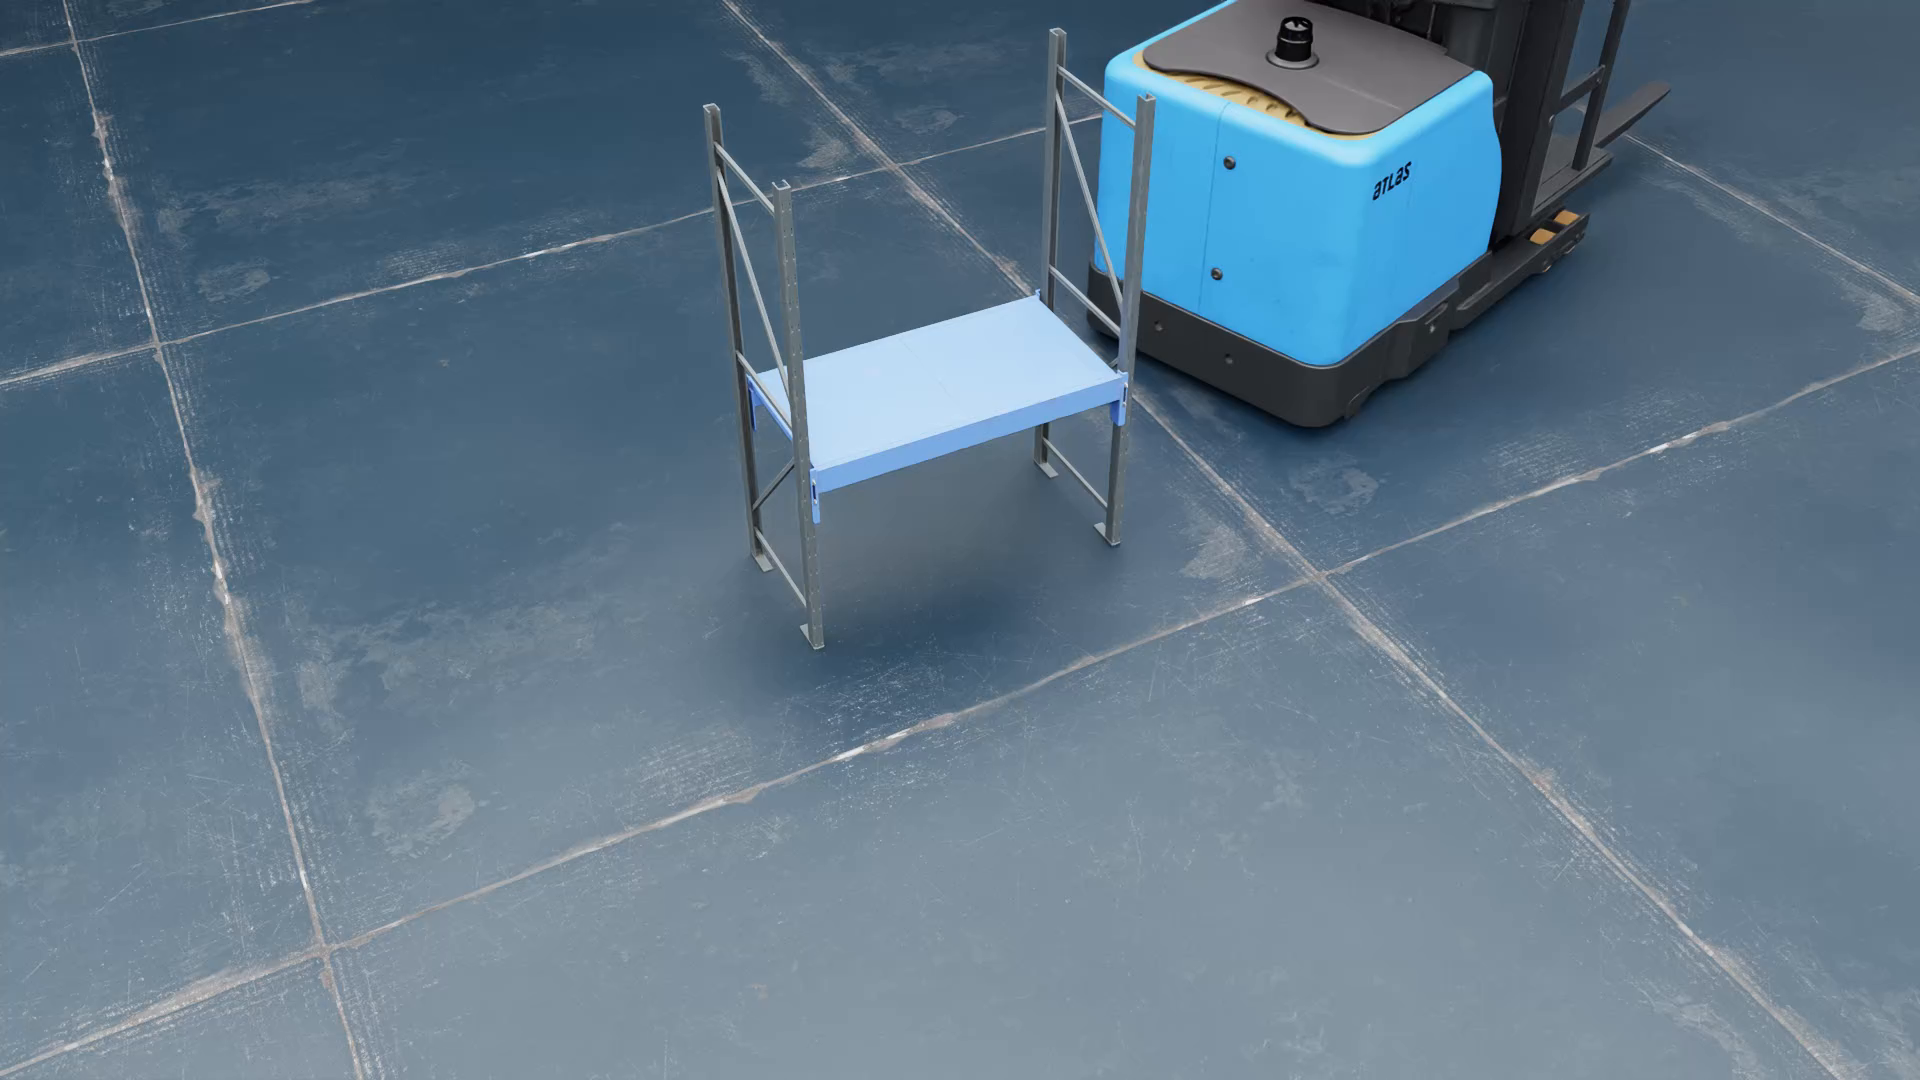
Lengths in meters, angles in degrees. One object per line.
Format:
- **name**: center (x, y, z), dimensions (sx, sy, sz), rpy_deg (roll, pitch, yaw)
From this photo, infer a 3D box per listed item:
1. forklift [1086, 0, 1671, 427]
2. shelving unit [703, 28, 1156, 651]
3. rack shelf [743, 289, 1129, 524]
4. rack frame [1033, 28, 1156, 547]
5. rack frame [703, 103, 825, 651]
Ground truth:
- **forklift**: center (1.831, -2.361, 5.771), dimensions (1.130, 2.935, 3.031), rpy_deg (31, 49, 31)
- **shelving unit**: center (-0.076, -0.547, 4.735), dimensions (1.048, 1.500, 0.538), rpy_deg (-19, 44, -21)
- **rack shelf**: center (-0.076, -0.410, 4.852), dimensions (1.000, 0.185, 0.538), rpy_deg (-19, 44, -21)
- **rack frame**: center (0.375, -0.699, 4.915), dimensions (0.032, 1.500, 0.500), rpy_deg (-19, 44, -21)
- **rack frame**: center (-0.527, -0.395, 4.556), dimensions (0.032, 1.500, 0.500), rpy_deg (-19, 44, -21)
